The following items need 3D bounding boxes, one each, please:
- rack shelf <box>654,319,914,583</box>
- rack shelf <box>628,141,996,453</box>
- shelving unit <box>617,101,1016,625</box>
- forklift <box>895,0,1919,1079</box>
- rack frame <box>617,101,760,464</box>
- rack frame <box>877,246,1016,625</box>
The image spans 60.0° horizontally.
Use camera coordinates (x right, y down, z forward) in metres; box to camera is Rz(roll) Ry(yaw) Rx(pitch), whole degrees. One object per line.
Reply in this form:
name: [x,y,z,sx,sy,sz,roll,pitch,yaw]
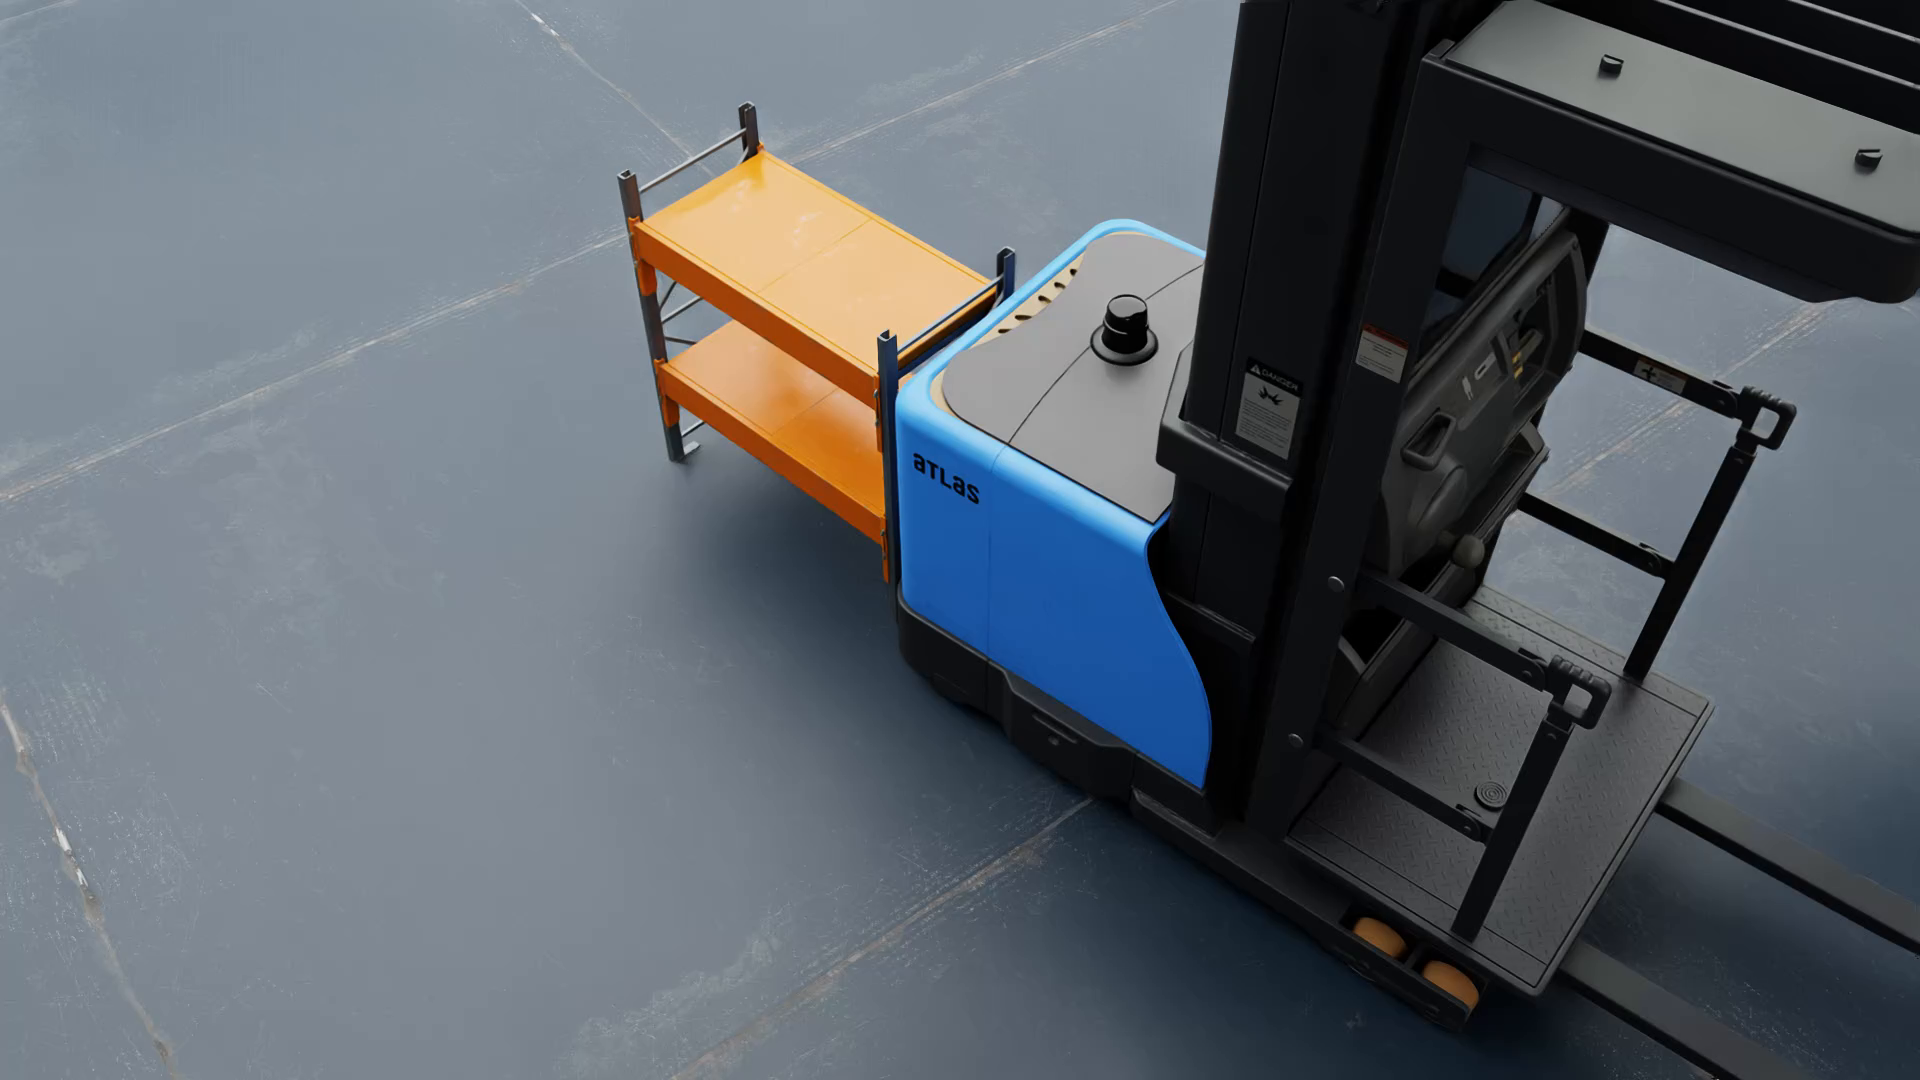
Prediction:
rack shelf: [-0.406,-0.355,5.143,1.000,0.278,0.538,34,56,27]
rack shelf: [-0.406,-0.716,4.745,1.000,0.278,0.538,34,56,27]
shelving unit: [-0.406,-0.519,4.962,1.048,1.125,0.538,34,56,27]
forklift: [1.289,-0.225,3.476,3.031,2.935,1.130,30,55,25]
rack frame: [-0.781,-0.774,5.192,0.032,1.125,0.500,34,56,27]
rack frame: [-0.031,-0.265,4.731,0.032,1.125,0.500,34,56,27]
